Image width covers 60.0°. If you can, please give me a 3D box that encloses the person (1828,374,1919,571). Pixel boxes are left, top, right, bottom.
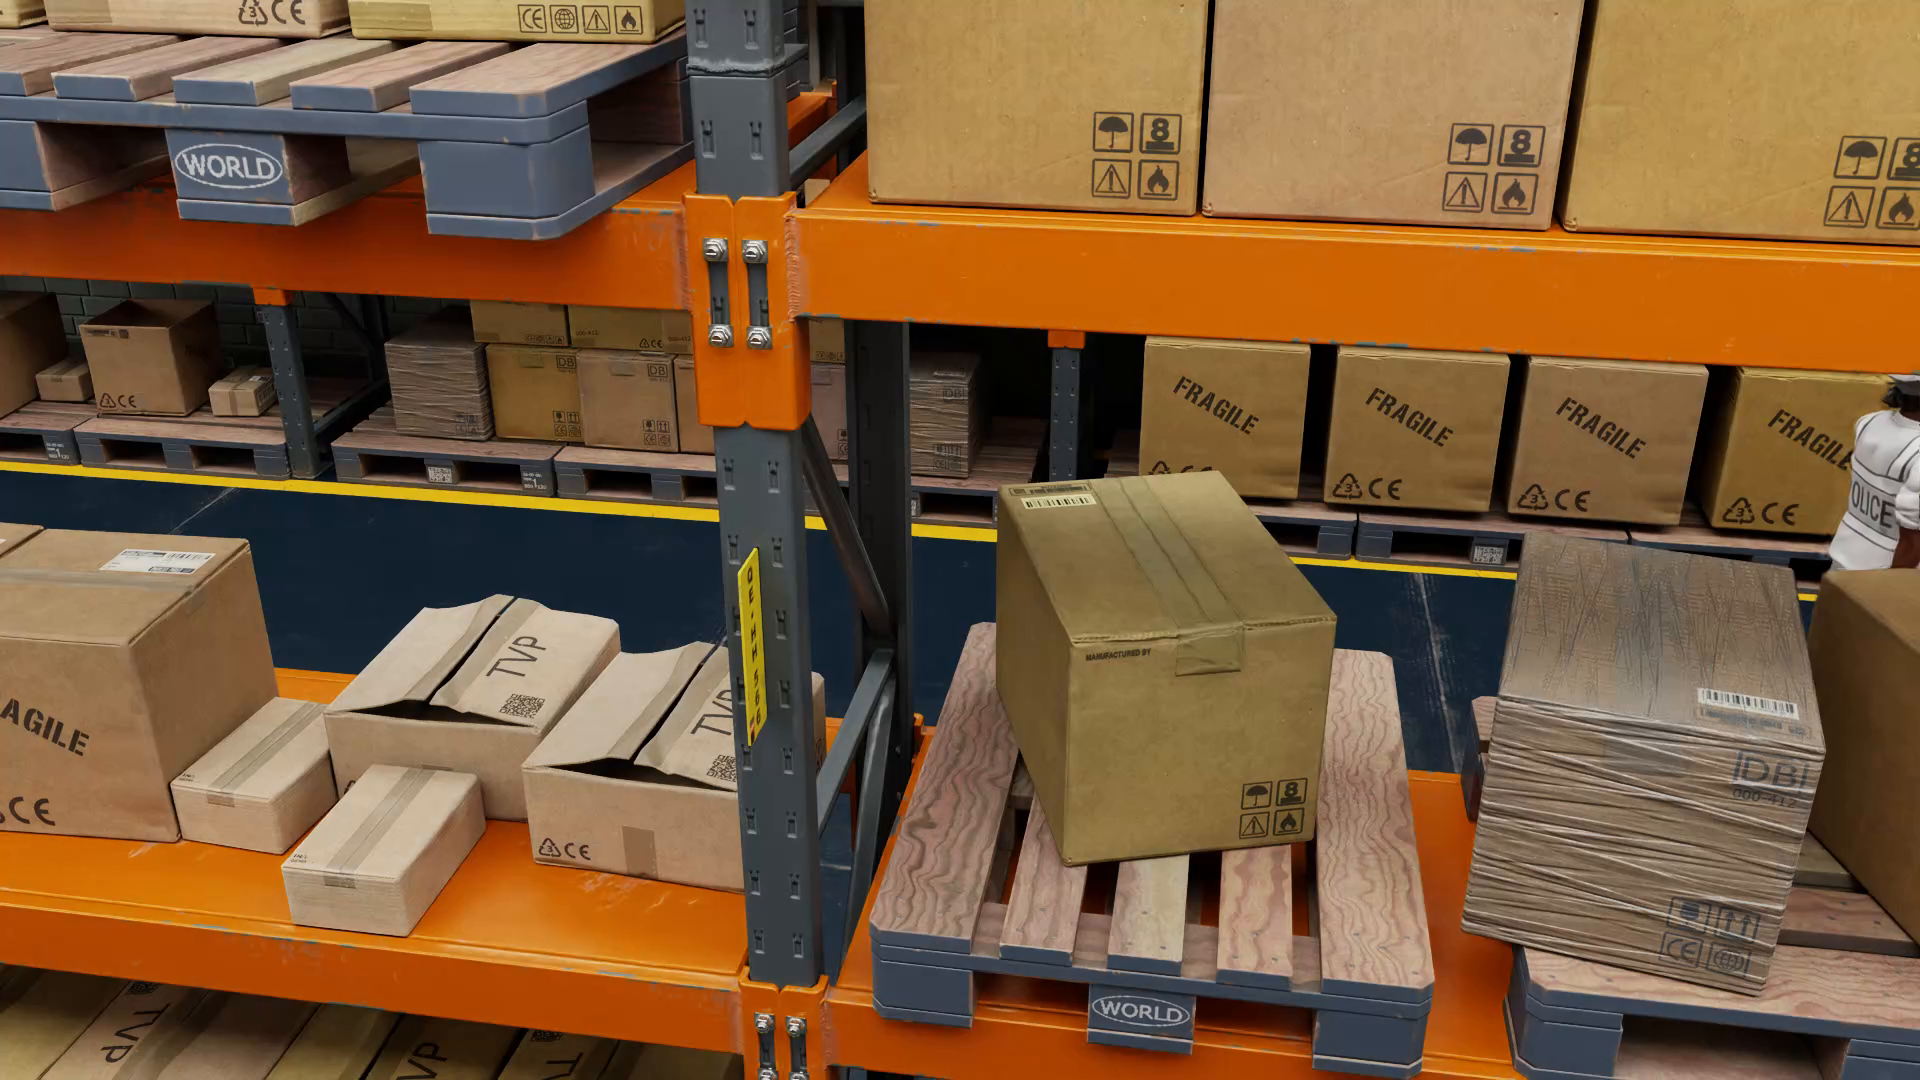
[{"bbox_3d":[3.172,0.116,5.776,0.618,1.669,0.454,-2,25,-5],"label":"person"}]
